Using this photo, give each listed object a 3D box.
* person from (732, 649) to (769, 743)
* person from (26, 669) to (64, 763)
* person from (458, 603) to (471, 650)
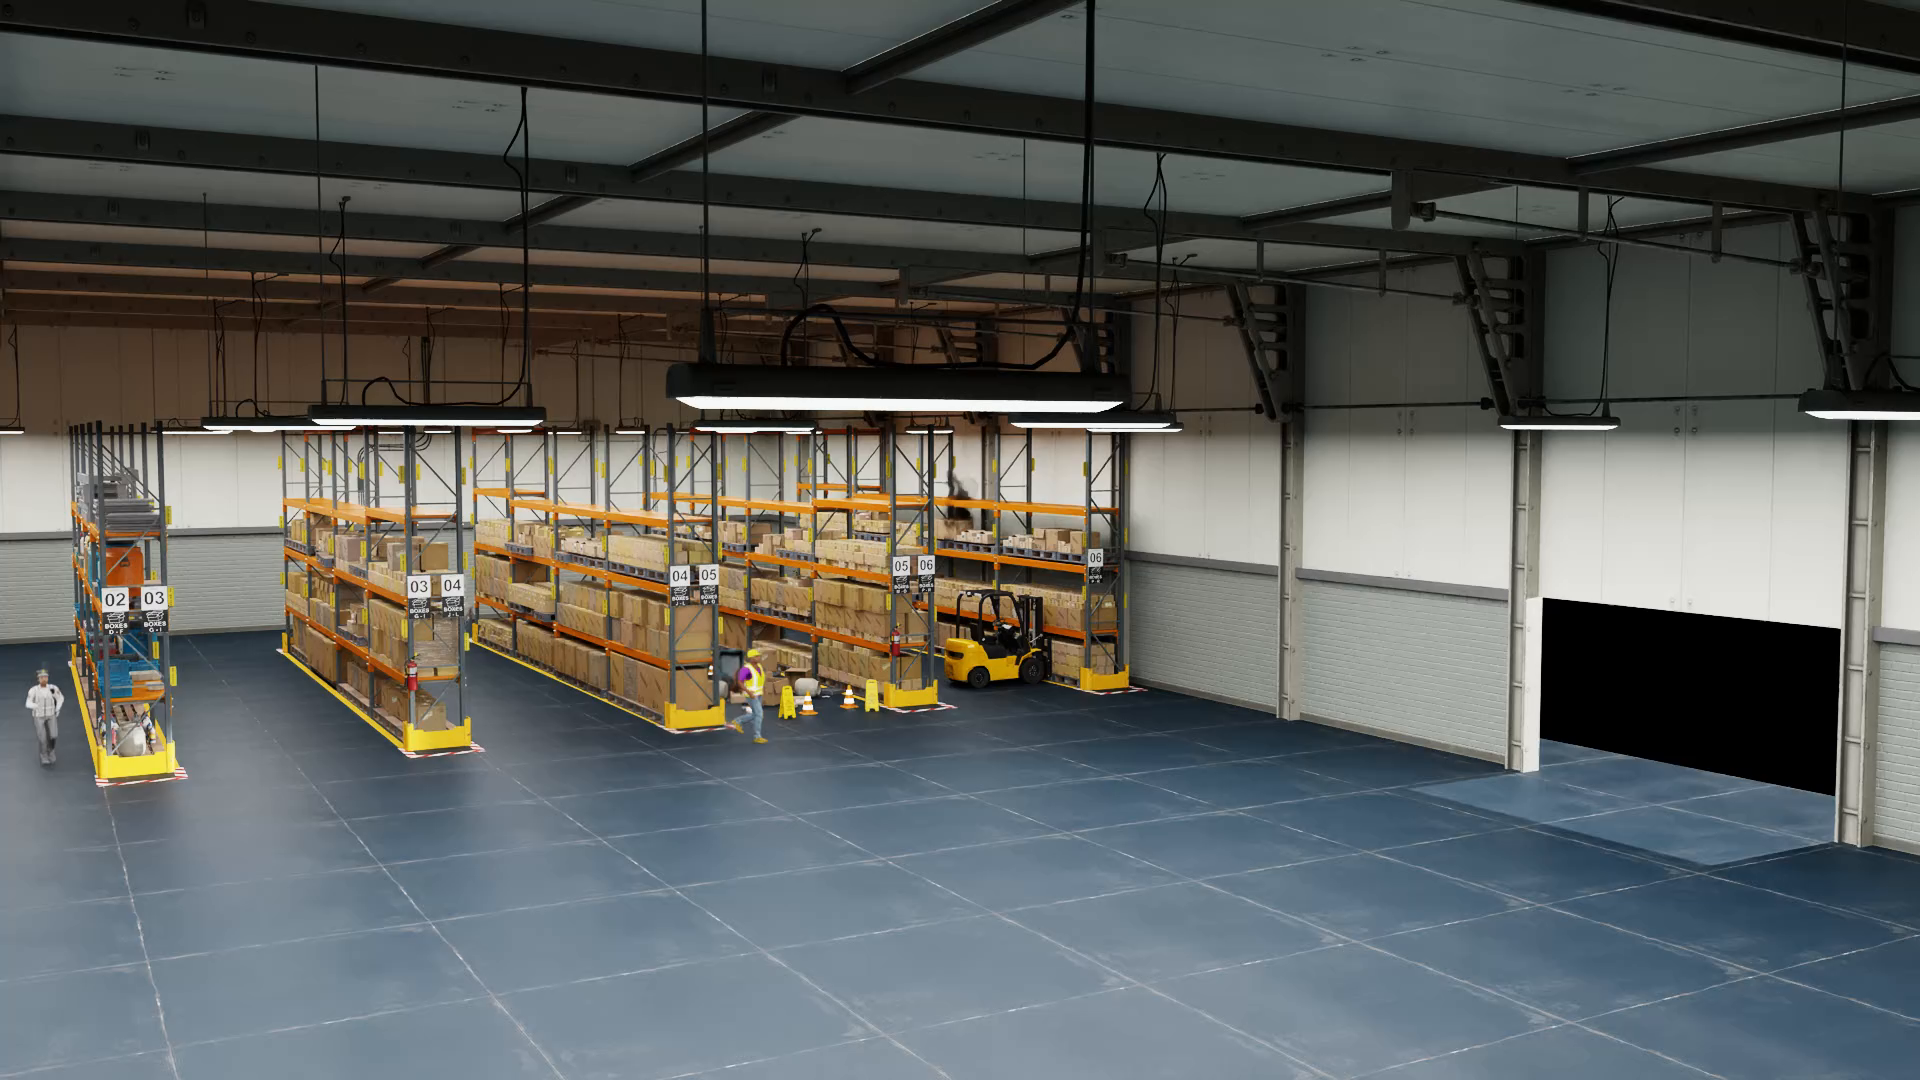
[{"bbox_3d":[-3.937,2.917,31.219,0.785,1.756,0.694,2,4,24],"label":"person"},{"bbox_3d":[-15.940,3.087,29.007,0.599,1.666,0.576,-2,4,-33],"label":"person"},{"bbox_3d":[-13.007,2.256,43.134,0.706,1.614,0.848,-2,4,-25],"label":"person"}]
